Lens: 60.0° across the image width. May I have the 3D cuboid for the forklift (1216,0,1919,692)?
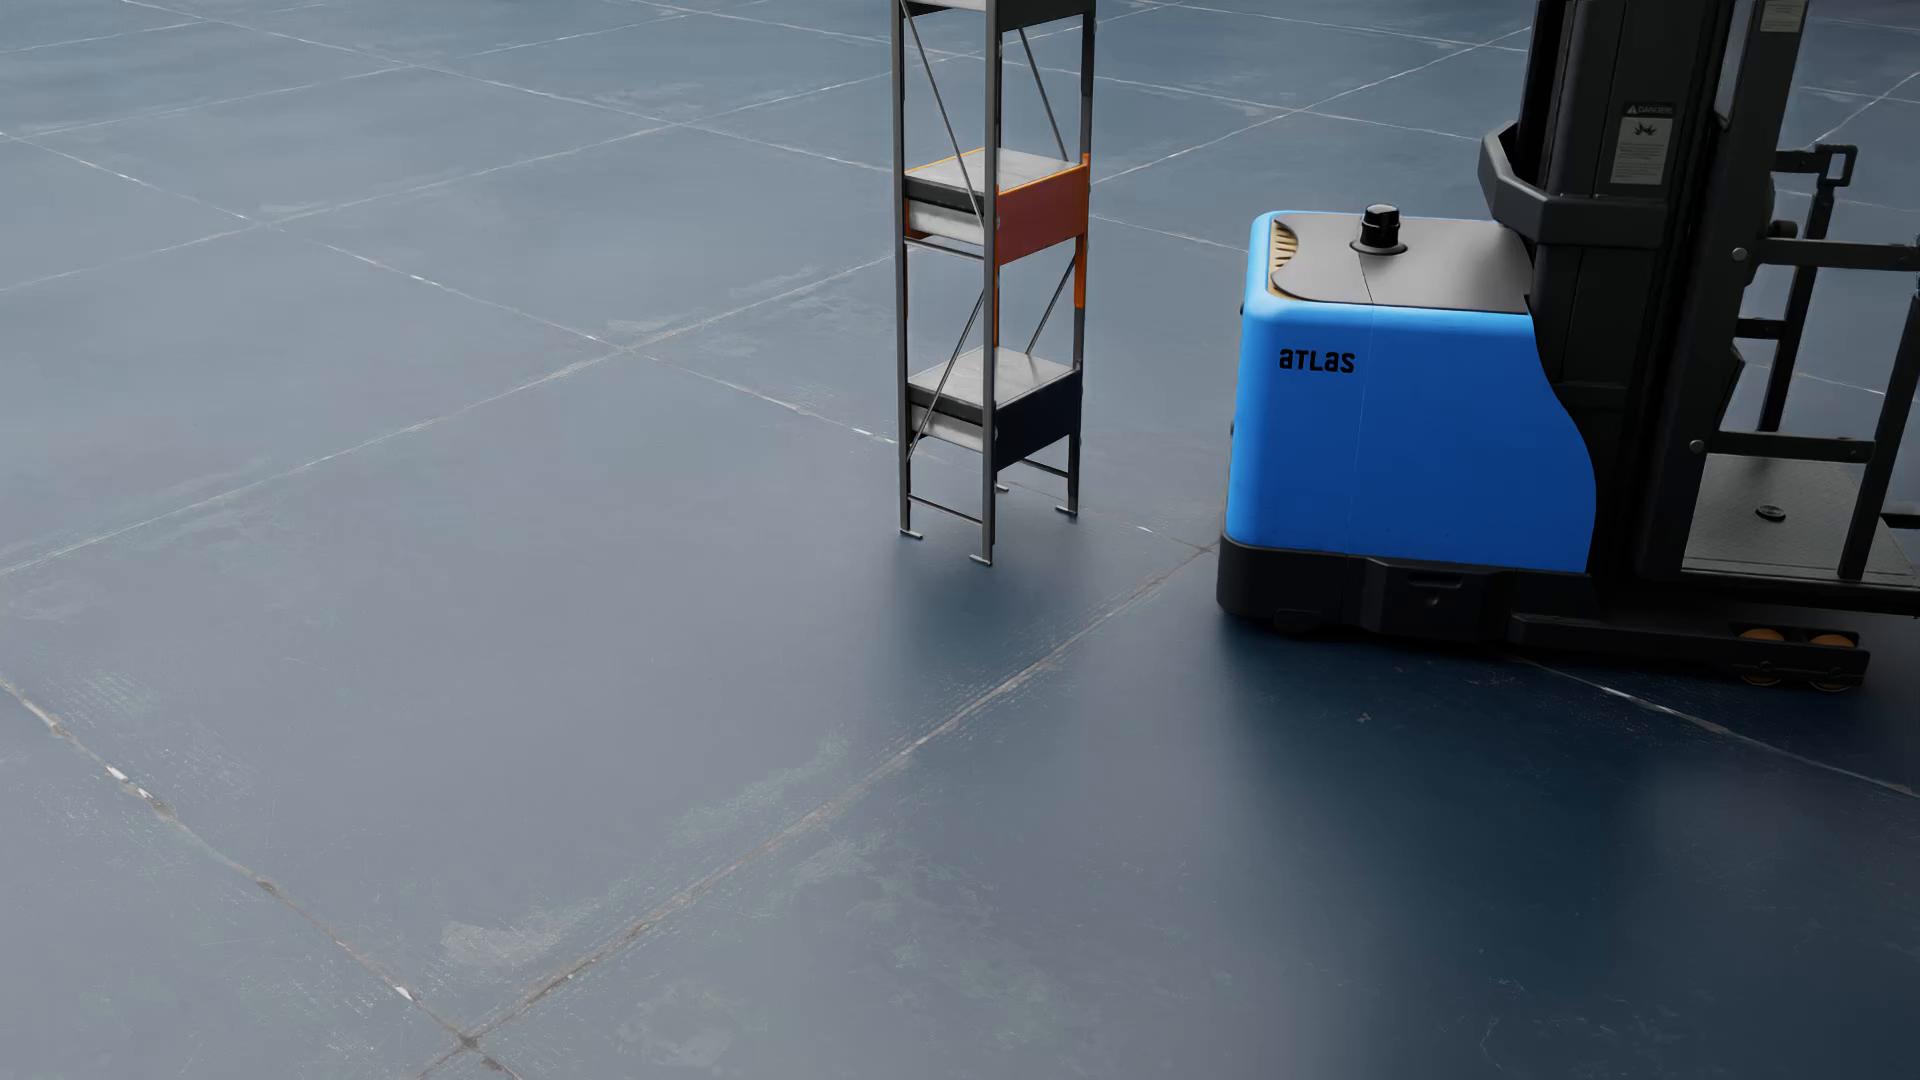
[{"bbox_3d":[2.373,-1.120,4.725,3.031,2.935,1.130,5,28,9],"label":"forklift"}]

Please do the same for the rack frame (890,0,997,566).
[{"bbox_3d":[-0.050,-0.905,5.214,0.400,2.100,0.015,21,34,34],"label":"rack frame"}]

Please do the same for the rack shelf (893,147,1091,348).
[{"bbox_3d":[0.105,-0.979,5.387,0.431,0.518,0.480,21,34,34],"label":"rack shelf"}]

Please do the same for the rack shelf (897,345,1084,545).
[{"bbox_3d":[0.105,-0.357,5.709,0.431,0.518,0.480,21,34,34],"label":"rack shelf"}]

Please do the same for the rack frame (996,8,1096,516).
[{"bbox_3d":[0.261,-1.078,5.548,0.400,2.100,0.015,21,34,34],"label":"rack frame"}]

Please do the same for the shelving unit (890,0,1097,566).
[{"bbox_3d":[0.105,-0.991,5.381,0.431,2.100,0.503,21,34,34],"label":"shelving unit"}]

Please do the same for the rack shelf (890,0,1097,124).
[{"bbox_3d":[0.105,-1.601,5.066,0.431,0.518,0.480,21,34,34],"label":"rack shelf"}]
